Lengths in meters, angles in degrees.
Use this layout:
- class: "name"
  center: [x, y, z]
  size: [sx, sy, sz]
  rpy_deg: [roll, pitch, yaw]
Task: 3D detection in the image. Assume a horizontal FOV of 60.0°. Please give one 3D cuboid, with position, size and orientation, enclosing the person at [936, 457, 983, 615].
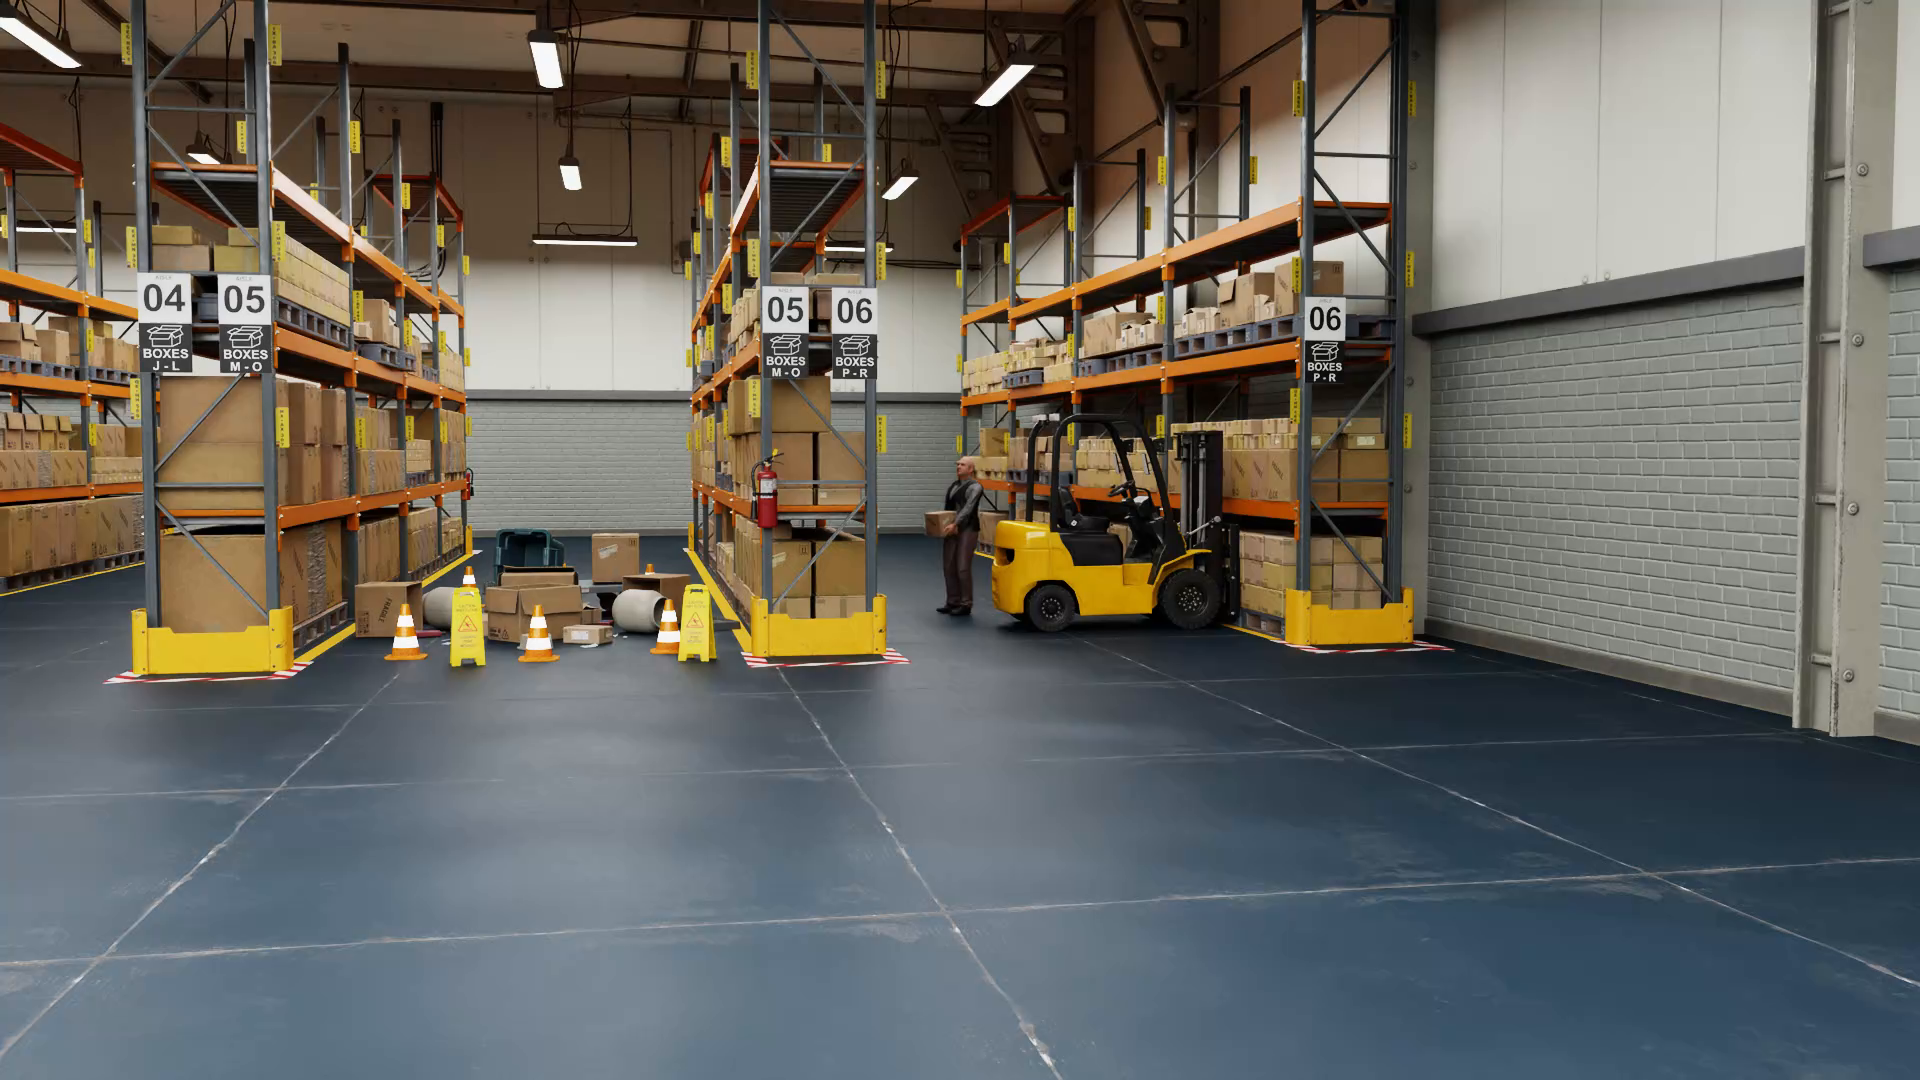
- class: "person"
  center: [-0.052, -0.046, 18.227]
  size: [0.555, 1.721, 0.500]
  rpy_deg: [-3, 4, -41]
